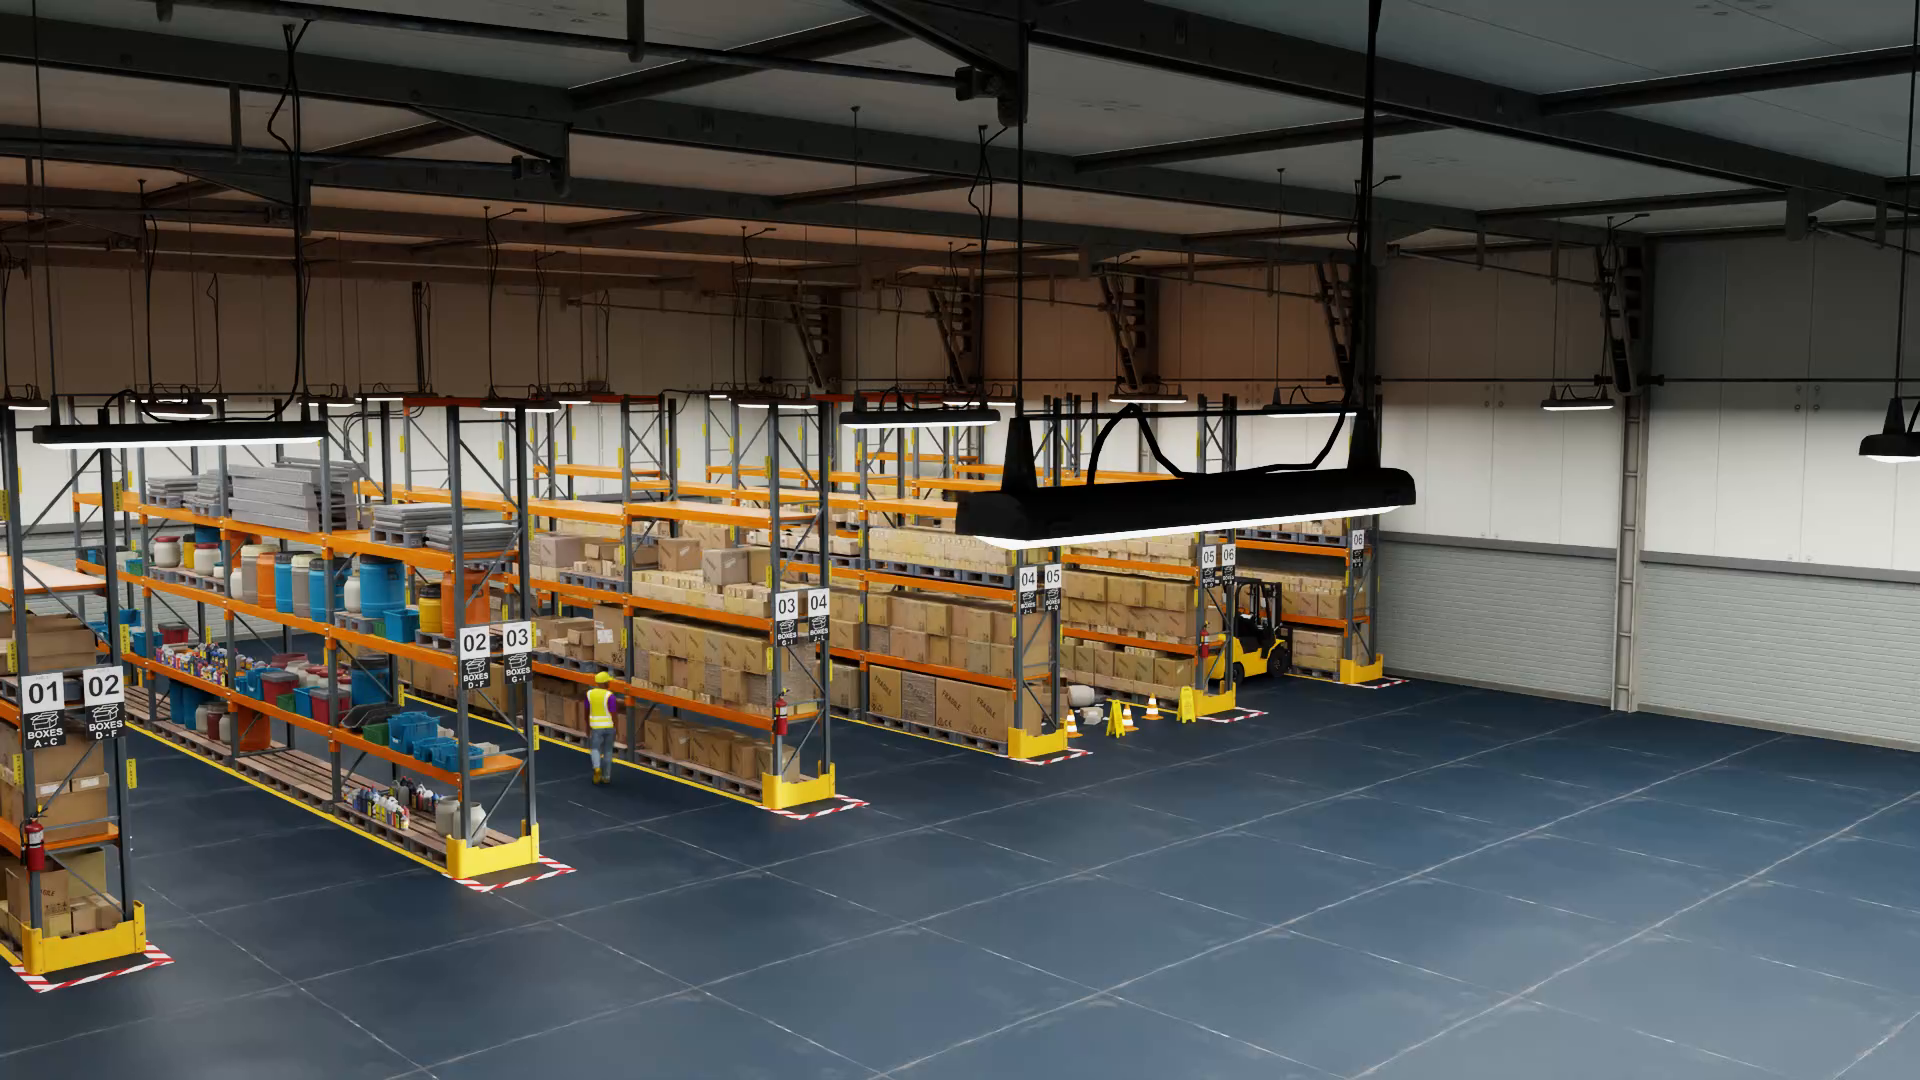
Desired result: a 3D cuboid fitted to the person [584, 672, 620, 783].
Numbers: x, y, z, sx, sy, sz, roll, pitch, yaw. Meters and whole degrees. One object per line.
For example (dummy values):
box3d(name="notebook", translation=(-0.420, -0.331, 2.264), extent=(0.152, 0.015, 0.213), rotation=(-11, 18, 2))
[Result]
box3d(name="person", translation=(-5.592, 2.934, 25.954), extent=(0.546, 1.759, 0.602), rotation=(-1, 6, -9))
